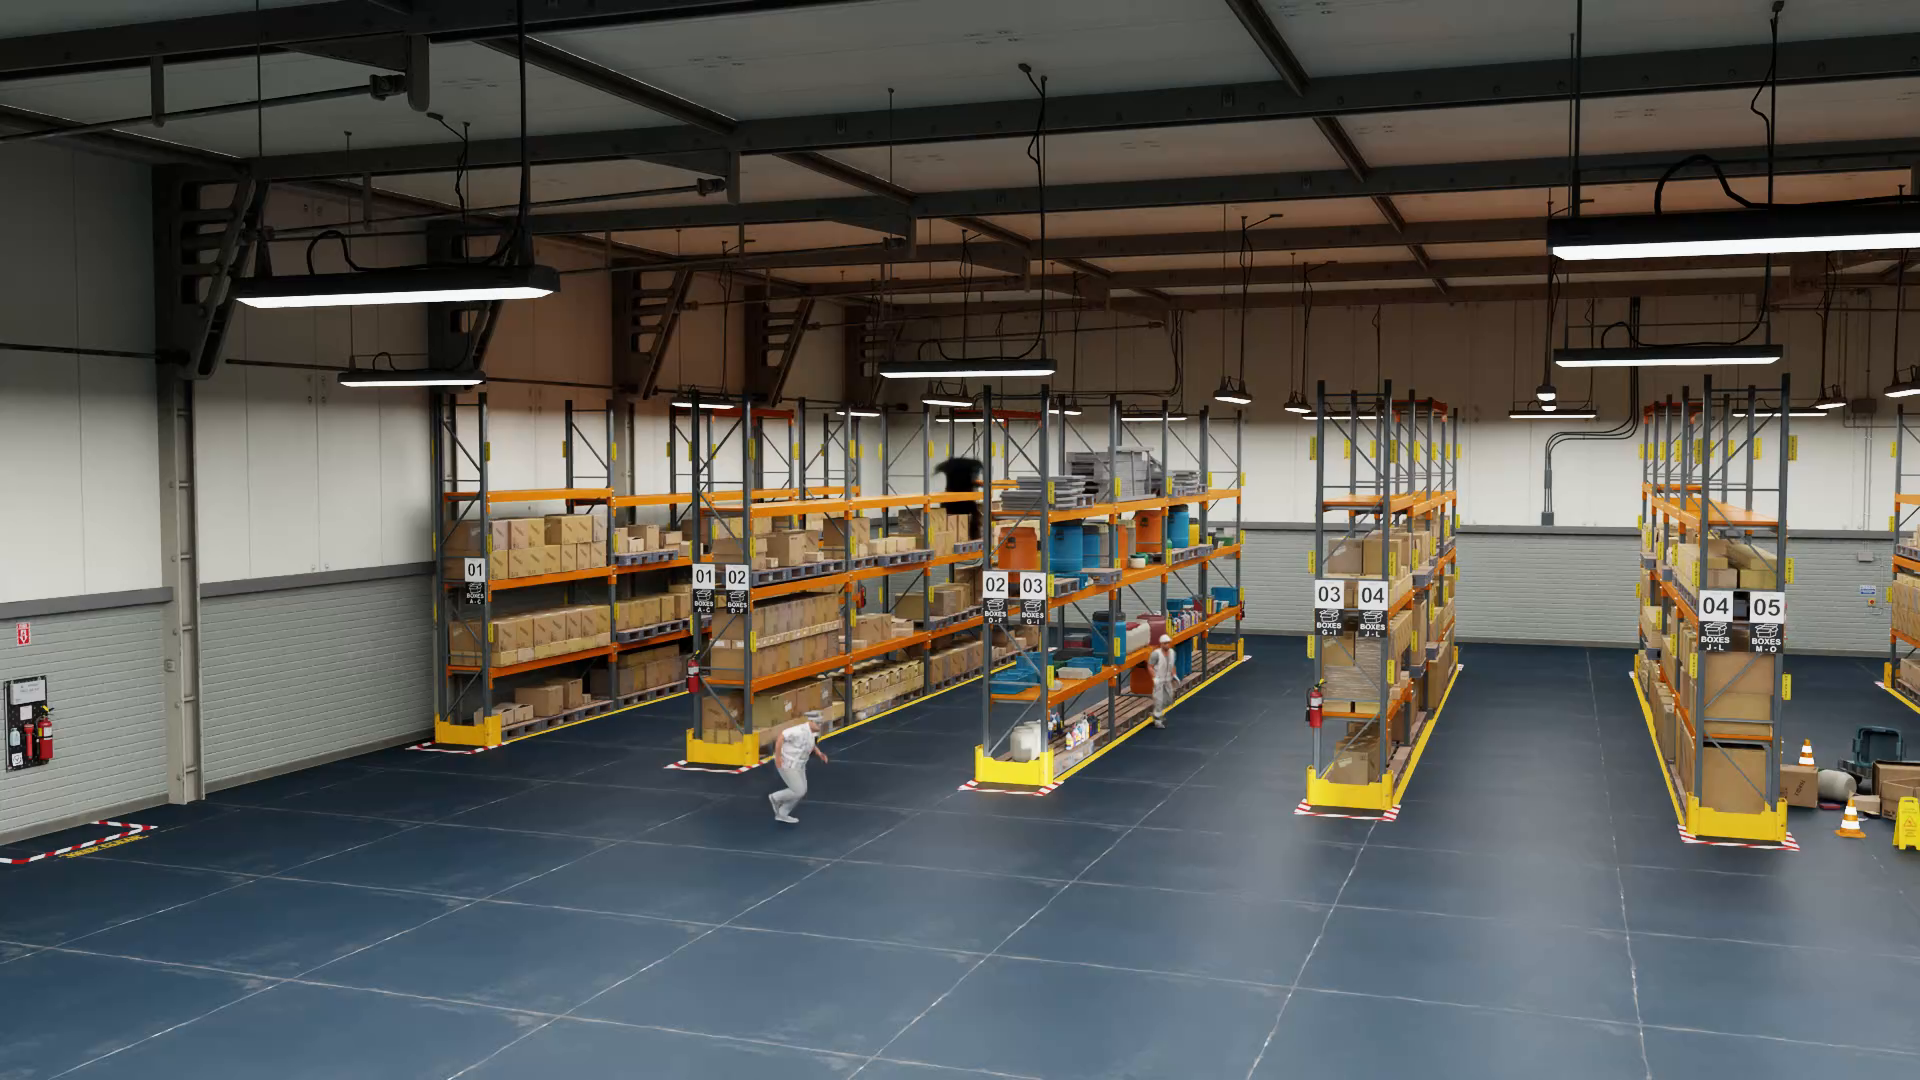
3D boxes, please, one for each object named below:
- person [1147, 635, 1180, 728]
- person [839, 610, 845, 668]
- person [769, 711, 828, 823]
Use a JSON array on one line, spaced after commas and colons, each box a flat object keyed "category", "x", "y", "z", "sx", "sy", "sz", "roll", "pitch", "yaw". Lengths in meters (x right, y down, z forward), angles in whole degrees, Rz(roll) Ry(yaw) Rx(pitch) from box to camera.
[{"category": "person", "x": 3.618, "y": 2.544, "z": 30.068, "sx": 0.637, "sy": 1.728, "sz": 0.796, "roll": -1, "pitch": 3, "yaw": -25}, {"category": "person", "x": -2.405, "y": 2.301, "z": 35.370, "sx": 0.606, "sy": 1.659, "sz": 0.943, "roll": 0, "pitch": 3, "yaw": 7}, {"category": "person", "x": -2.186, "y": 3.045, "z": 22.248, "sx": 0.843, "sy": 1.559, "sz": 0.689, "roll": 2, "pitch": 3, "yaw": 27}]
